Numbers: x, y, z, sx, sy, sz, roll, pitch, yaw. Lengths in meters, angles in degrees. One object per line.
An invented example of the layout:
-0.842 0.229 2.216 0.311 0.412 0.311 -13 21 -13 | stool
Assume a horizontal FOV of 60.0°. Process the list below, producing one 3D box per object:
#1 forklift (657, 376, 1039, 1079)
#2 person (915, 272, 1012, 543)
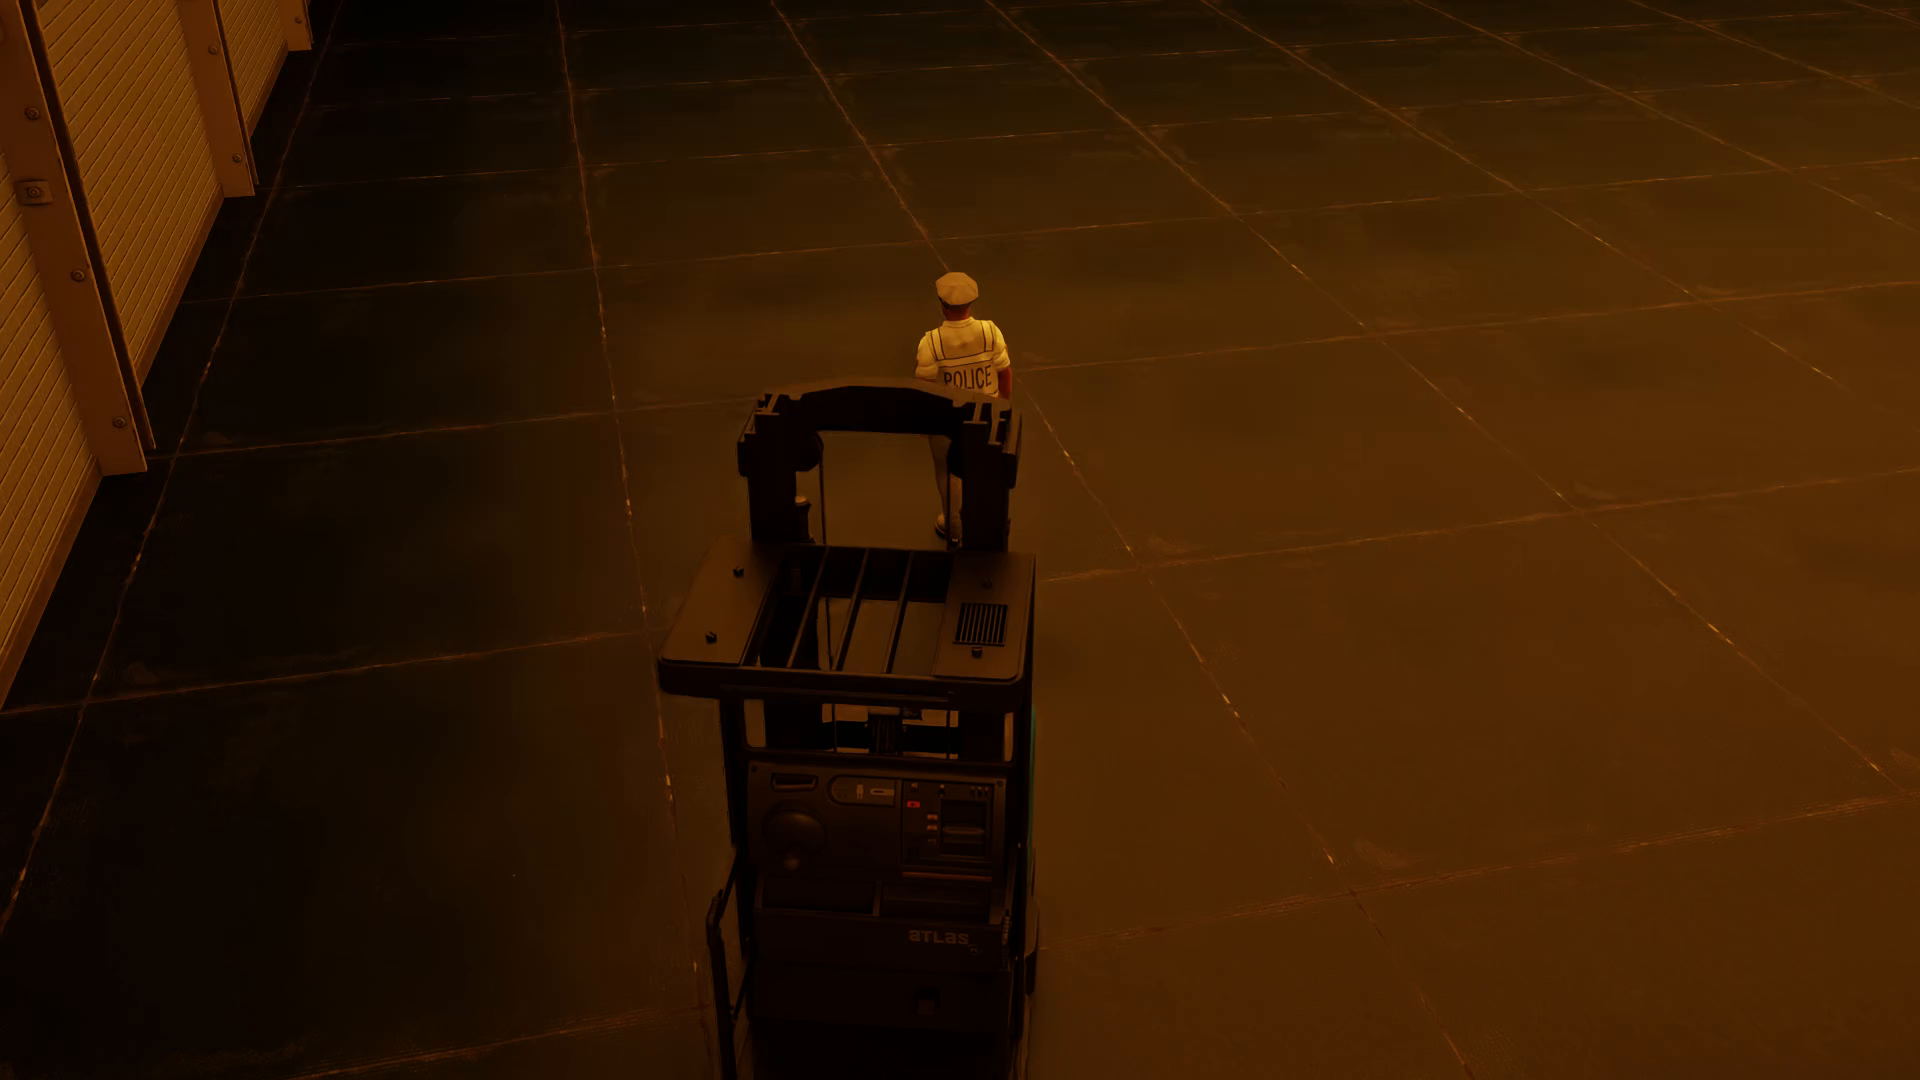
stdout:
-0.319 1.049 5.762 1.130 2.935 3.031 3 30 5 | forklift
-0.007 -0.817 10.118 0.641 1.780 0.574 -7 31 -12 | person
